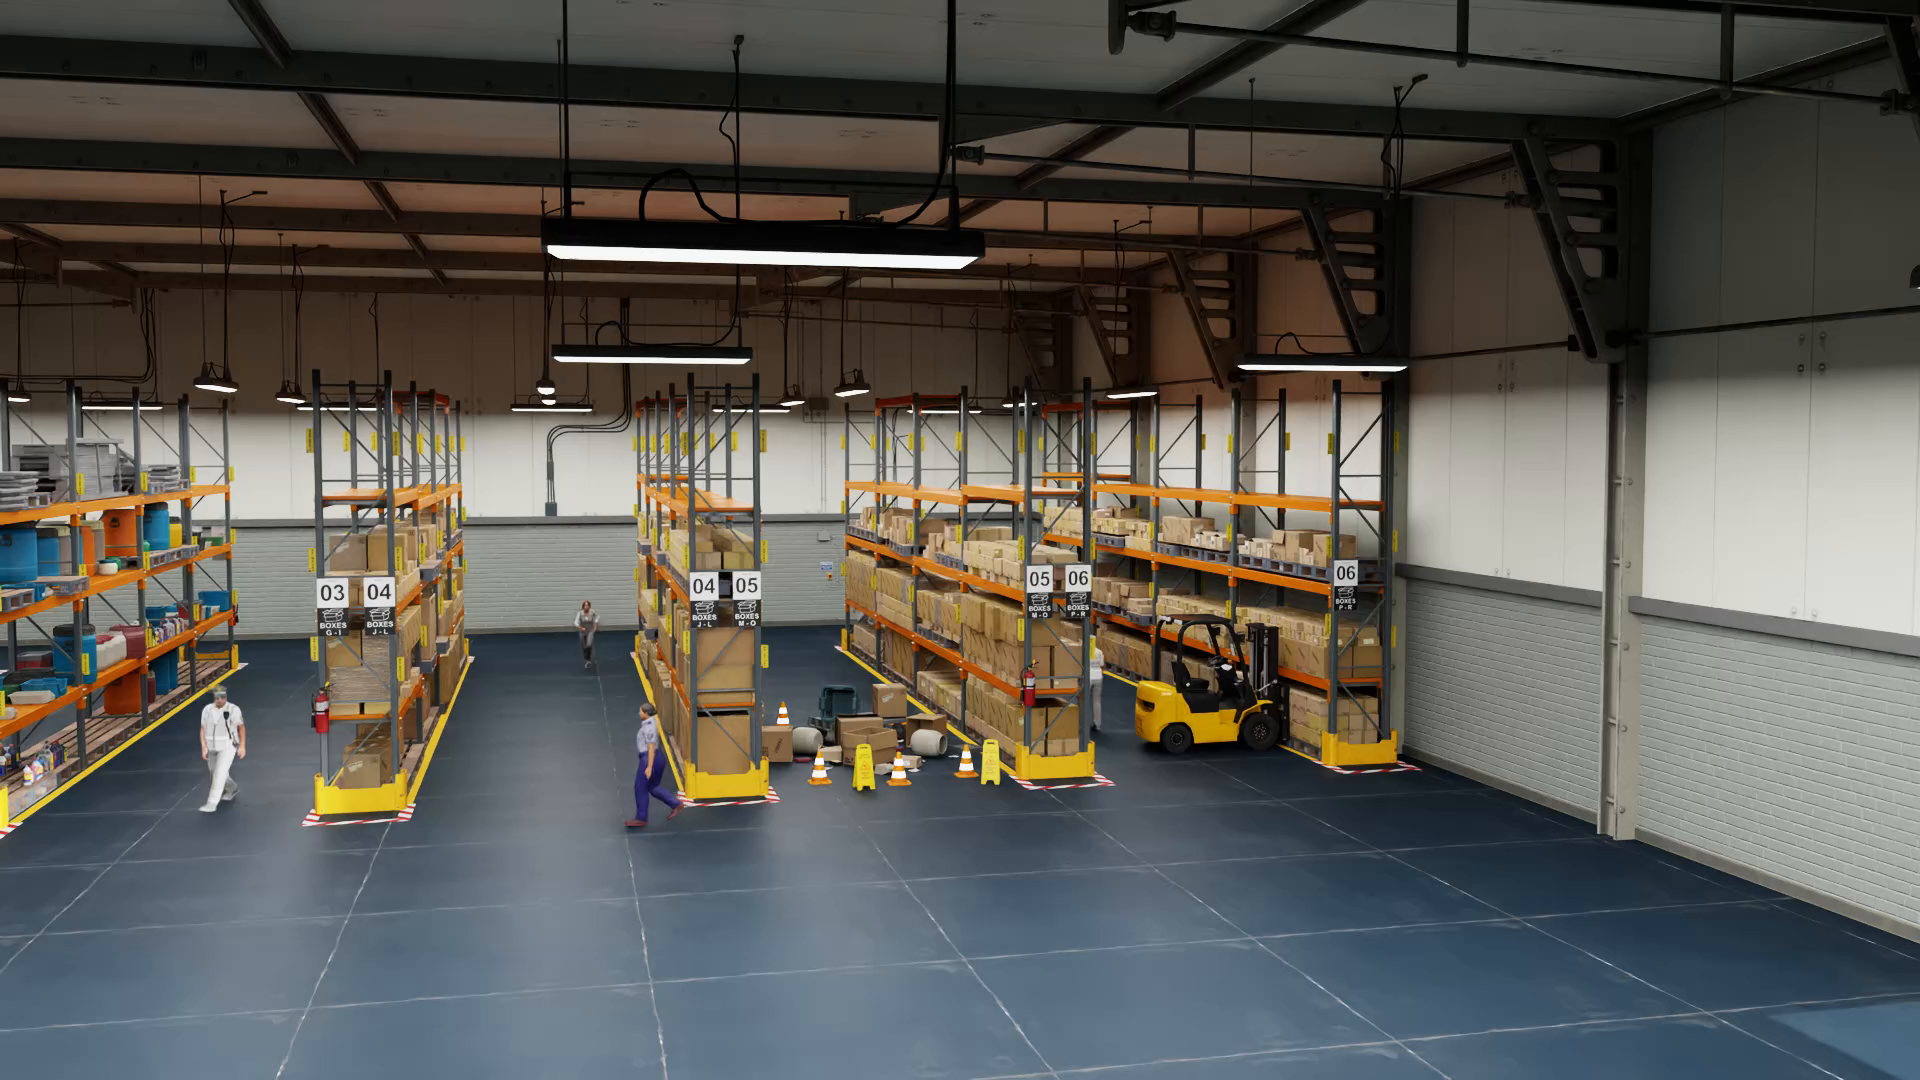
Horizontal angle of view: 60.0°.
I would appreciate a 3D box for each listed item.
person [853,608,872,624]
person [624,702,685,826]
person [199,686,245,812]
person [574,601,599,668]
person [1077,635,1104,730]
[{"bbox_3d":[-2.403,1.764,41.898,0.984,1.646,0.448,-2,4,-33],"label":"person"},{"bbox_3d":[-4.013,2.927,21.847,0.762,1.622,0.544,0,3,1],"label":"person"},{"bbox_3d":[-10.175,2.836,22.840,0.528,1.667,1.120,0,3,6],"label":"person"},{"bbox_3d":[-8.309,2.088,37.050,0.512,1.515,0.781,0,3,-4],"label":"person"},{"bbox_3d":[2.305,2.523,29.133,0.508,1.712,0.606,-1,3,-17],"label":"person"}]
